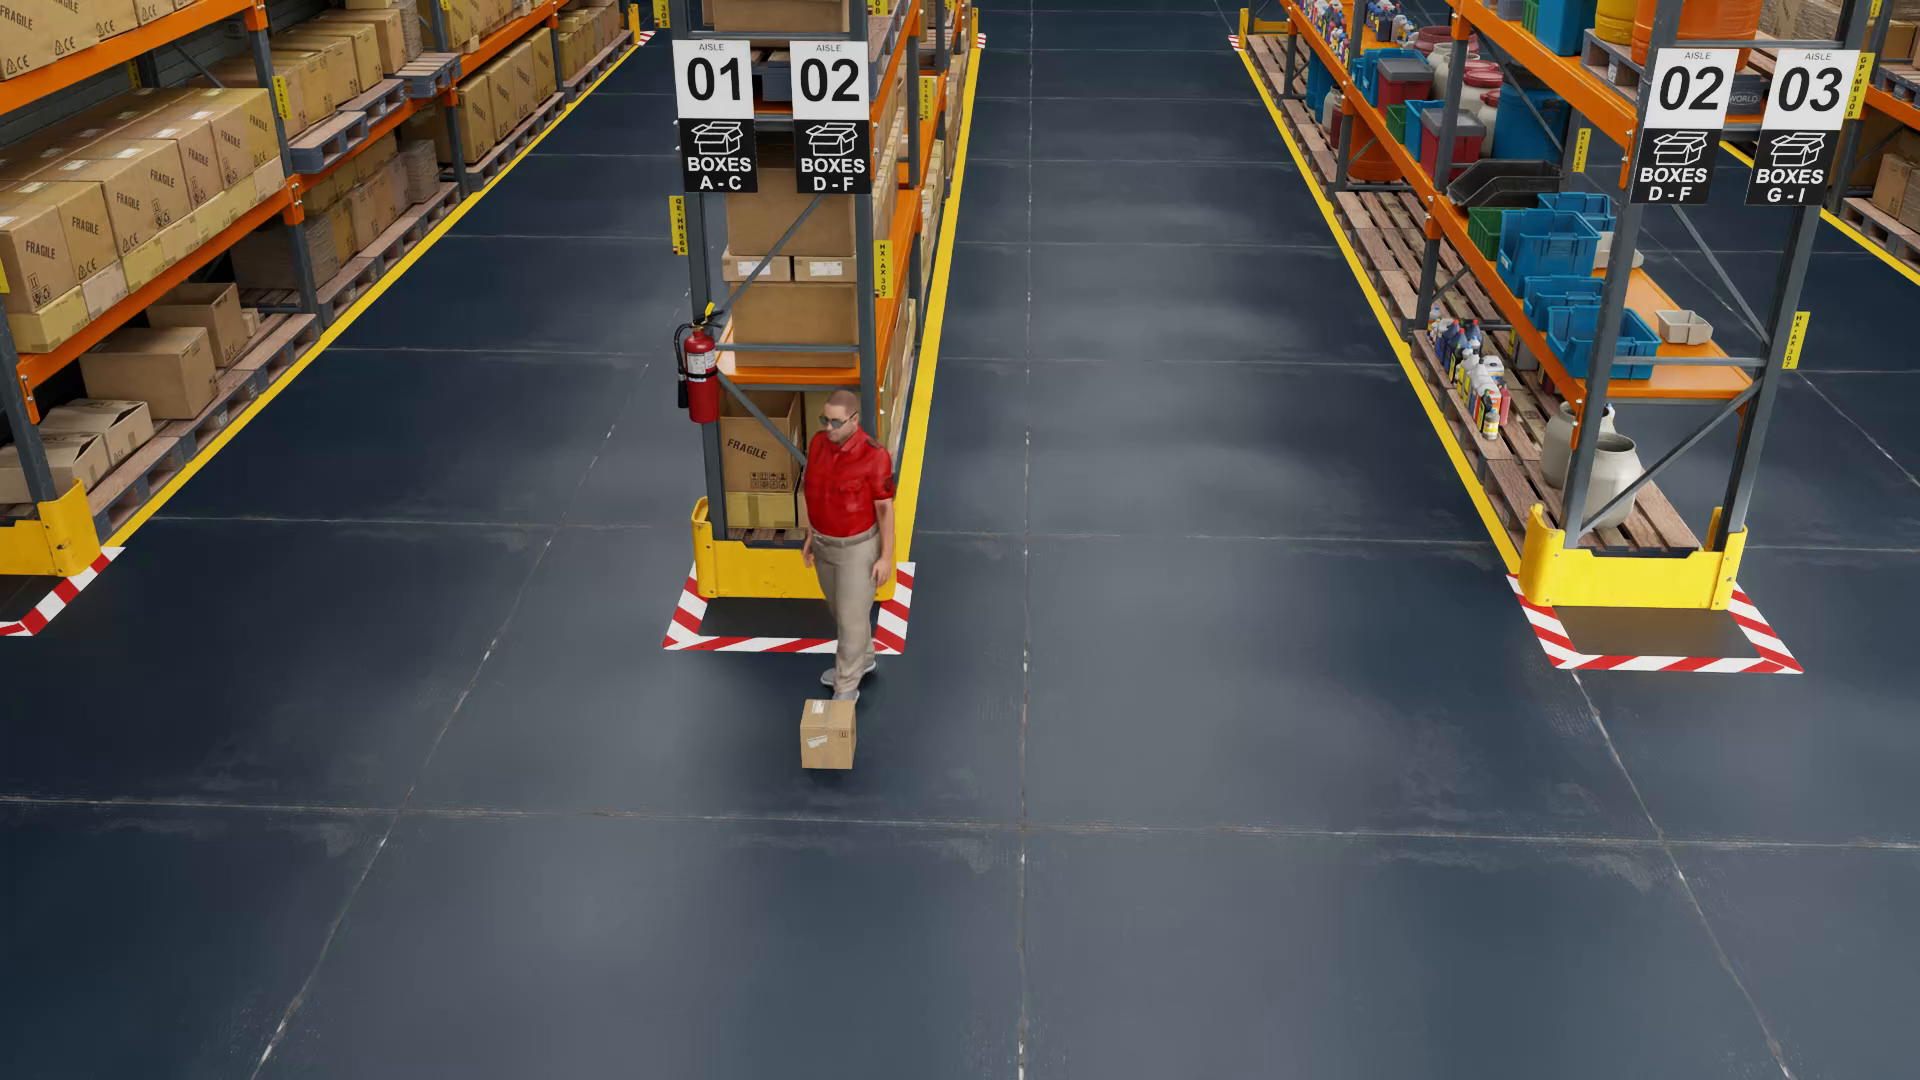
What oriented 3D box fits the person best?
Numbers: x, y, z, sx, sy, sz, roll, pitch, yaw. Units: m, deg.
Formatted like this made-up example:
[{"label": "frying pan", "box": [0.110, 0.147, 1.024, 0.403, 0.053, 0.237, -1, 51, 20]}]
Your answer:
[{"label": "person", "box": [-0.622, 0.063, 8.515, 0.549, 1.737, 0.580, 22, 35, 35]}]
